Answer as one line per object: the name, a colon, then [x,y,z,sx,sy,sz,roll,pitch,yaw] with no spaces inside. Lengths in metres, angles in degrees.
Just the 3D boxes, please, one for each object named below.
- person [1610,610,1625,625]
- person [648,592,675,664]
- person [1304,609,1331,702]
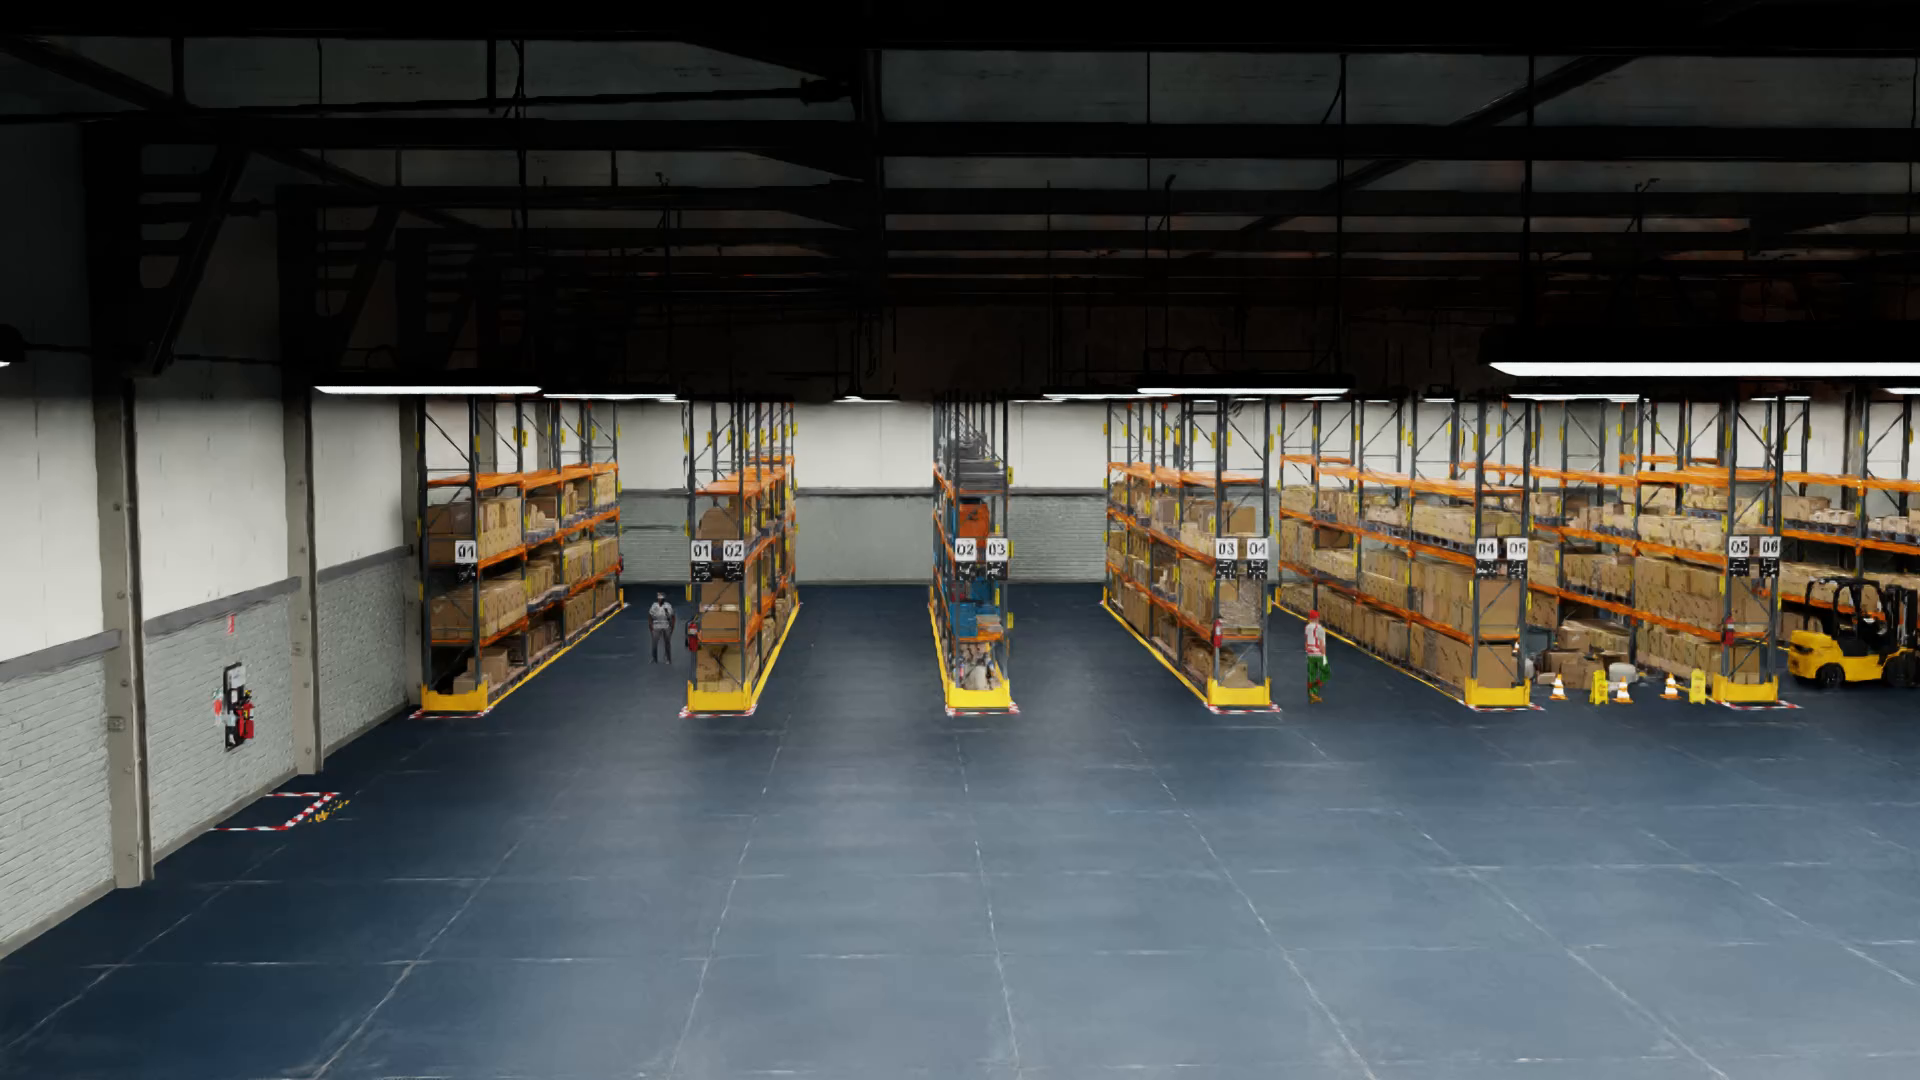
person: [16.439,1.438,41.385,0.450,1.789,0.605,-3,6,-33]
person: [-6.566,1.934,36.598,0.592,1.629,0.531,0,5,-5]
person: [6.824,2.224,31.954,0.443,1.786,0.598,-3,5,-29]
